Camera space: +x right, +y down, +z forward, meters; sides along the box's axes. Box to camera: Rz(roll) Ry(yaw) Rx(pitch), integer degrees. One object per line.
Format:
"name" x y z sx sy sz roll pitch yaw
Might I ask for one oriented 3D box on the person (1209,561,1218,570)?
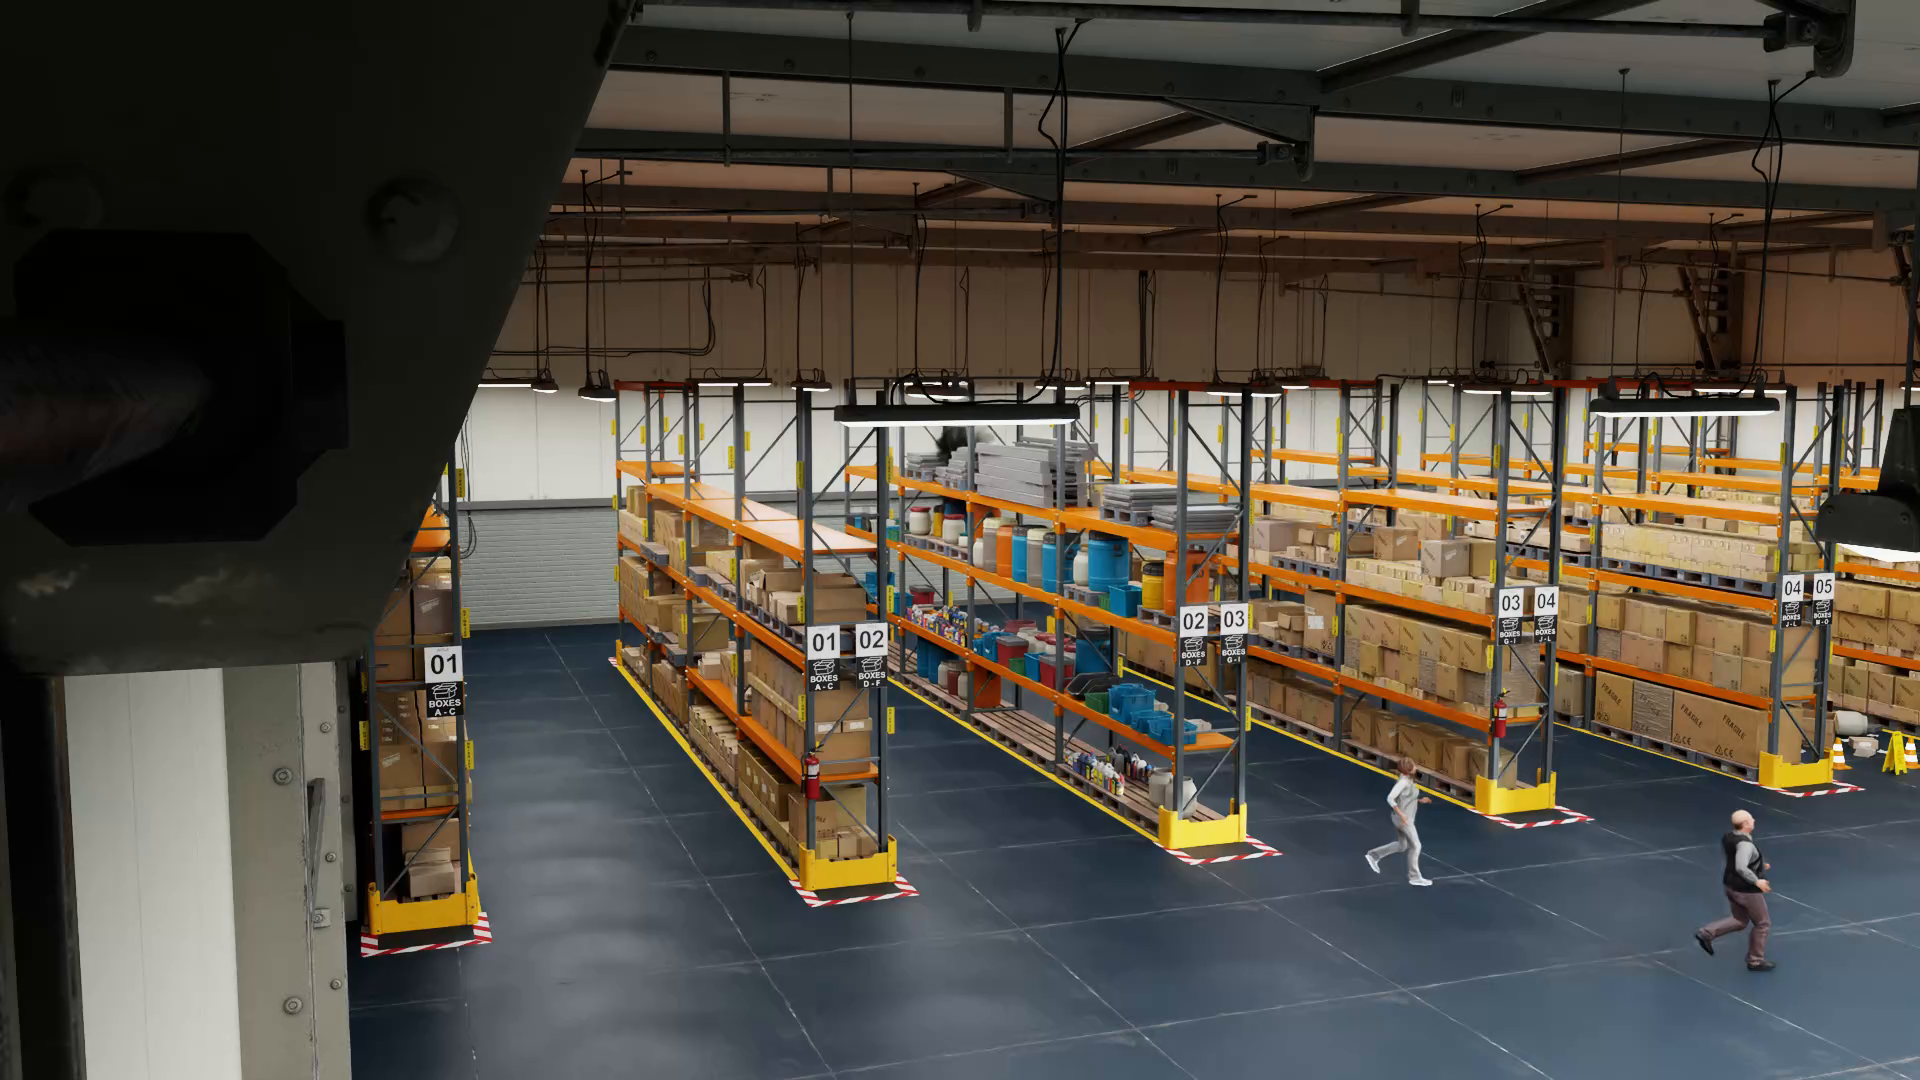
"person" 6.063 1.258 40.446 0.731 1.645 0.892 5 8 41

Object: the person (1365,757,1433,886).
"person" 5.341 3.403 20.184 0.804 1.576 0.538 2 6 15

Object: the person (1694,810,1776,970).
"person" 8.166 3.657 17.392 0.794 1.689 0.668 0 6 2
